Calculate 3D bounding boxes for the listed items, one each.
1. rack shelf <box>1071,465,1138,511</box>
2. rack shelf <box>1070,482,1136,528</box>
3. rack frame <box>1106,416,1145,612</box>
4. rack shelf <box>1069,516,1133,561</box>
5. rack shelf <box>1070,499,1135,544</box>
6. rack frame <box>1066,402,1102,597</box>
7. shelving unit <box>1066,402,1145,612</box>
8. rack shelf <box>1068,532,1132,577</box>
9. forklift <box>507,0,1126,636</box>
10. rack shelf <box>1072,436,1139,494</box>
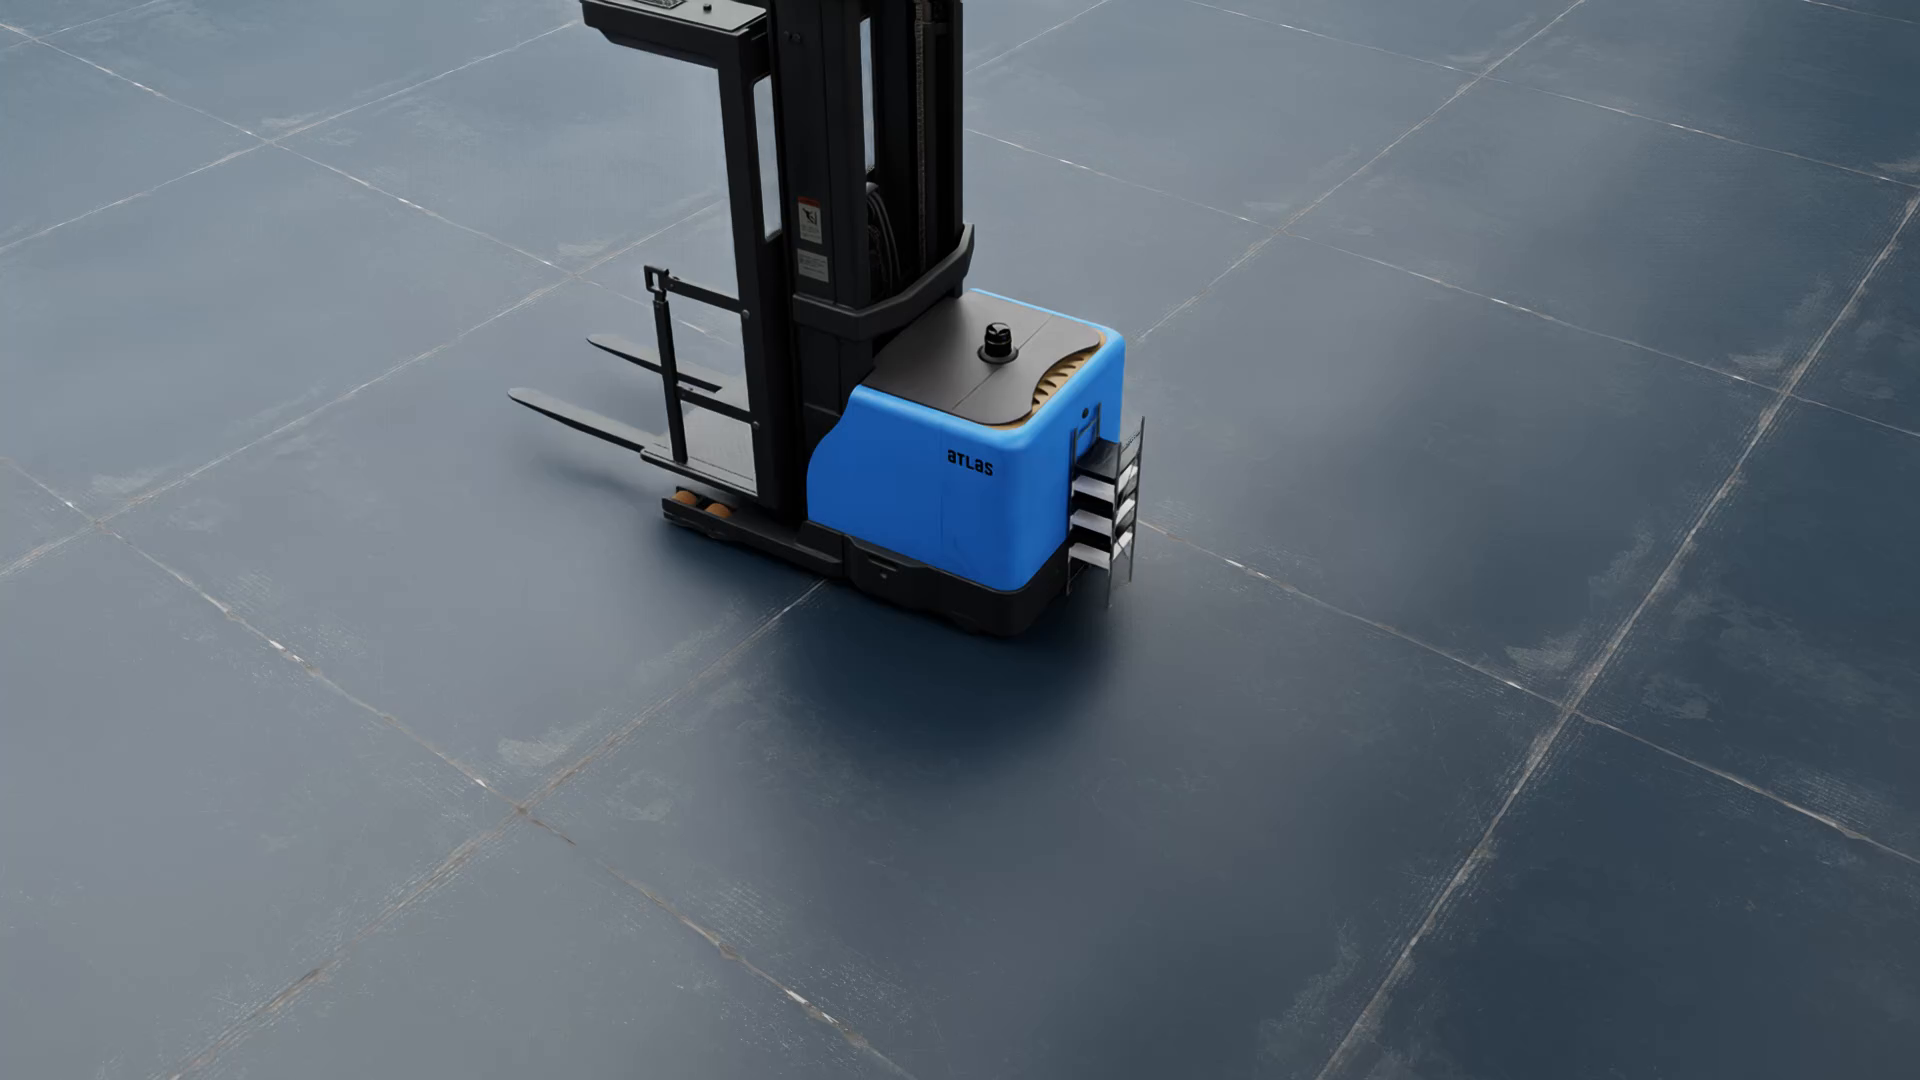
[{"bbox_3d":[0.623,-0.249,7.100,0.200,0.077,0.258,20,42,24],"label":"rack shelf"},{"bbox_3d":[0.623,-0.178,7.156,0.200,0.077,0.258,20,42,24],"label":"rack shelf"},{"bbox_3d":[0.710,-0.102,7.150,0.006,0.900,0.240,20,42,24],"label":"rack frame"},{"bbox_3d":[0.623,-0.037,7.267,0.200,0.077,0.258,20,42,24],"label":"rack shelf"},{"bbox_3d":[0.623,-0.107,7.211,0.200,0.077,0.258,20,42,24],"label":"rack shelf"},{"bbox_3d":[0.535,-0.166,7.232,0.006,0.900,0.240,20,42,24],"label":"rack frame"},{"bbox_3d":[0.623,-0.134,7.191,0.210,0.900,0.258,20,42,24],"label":"shelving unit"},{"bbox_3d":[0.623,0.034,7.322,0.200,0.077,0.258,20,42,24],"label":"rack shelf"},{"bbox_3d":[-0.802,-1.415,7.179,3.031,2.935,1.130,20,42,24],"label":"forklift"},{"bbox_3d":[0.623,-0.320,7.045,0.200,0.077,0.258,20,42,24],"label":"rack shelf"}]
